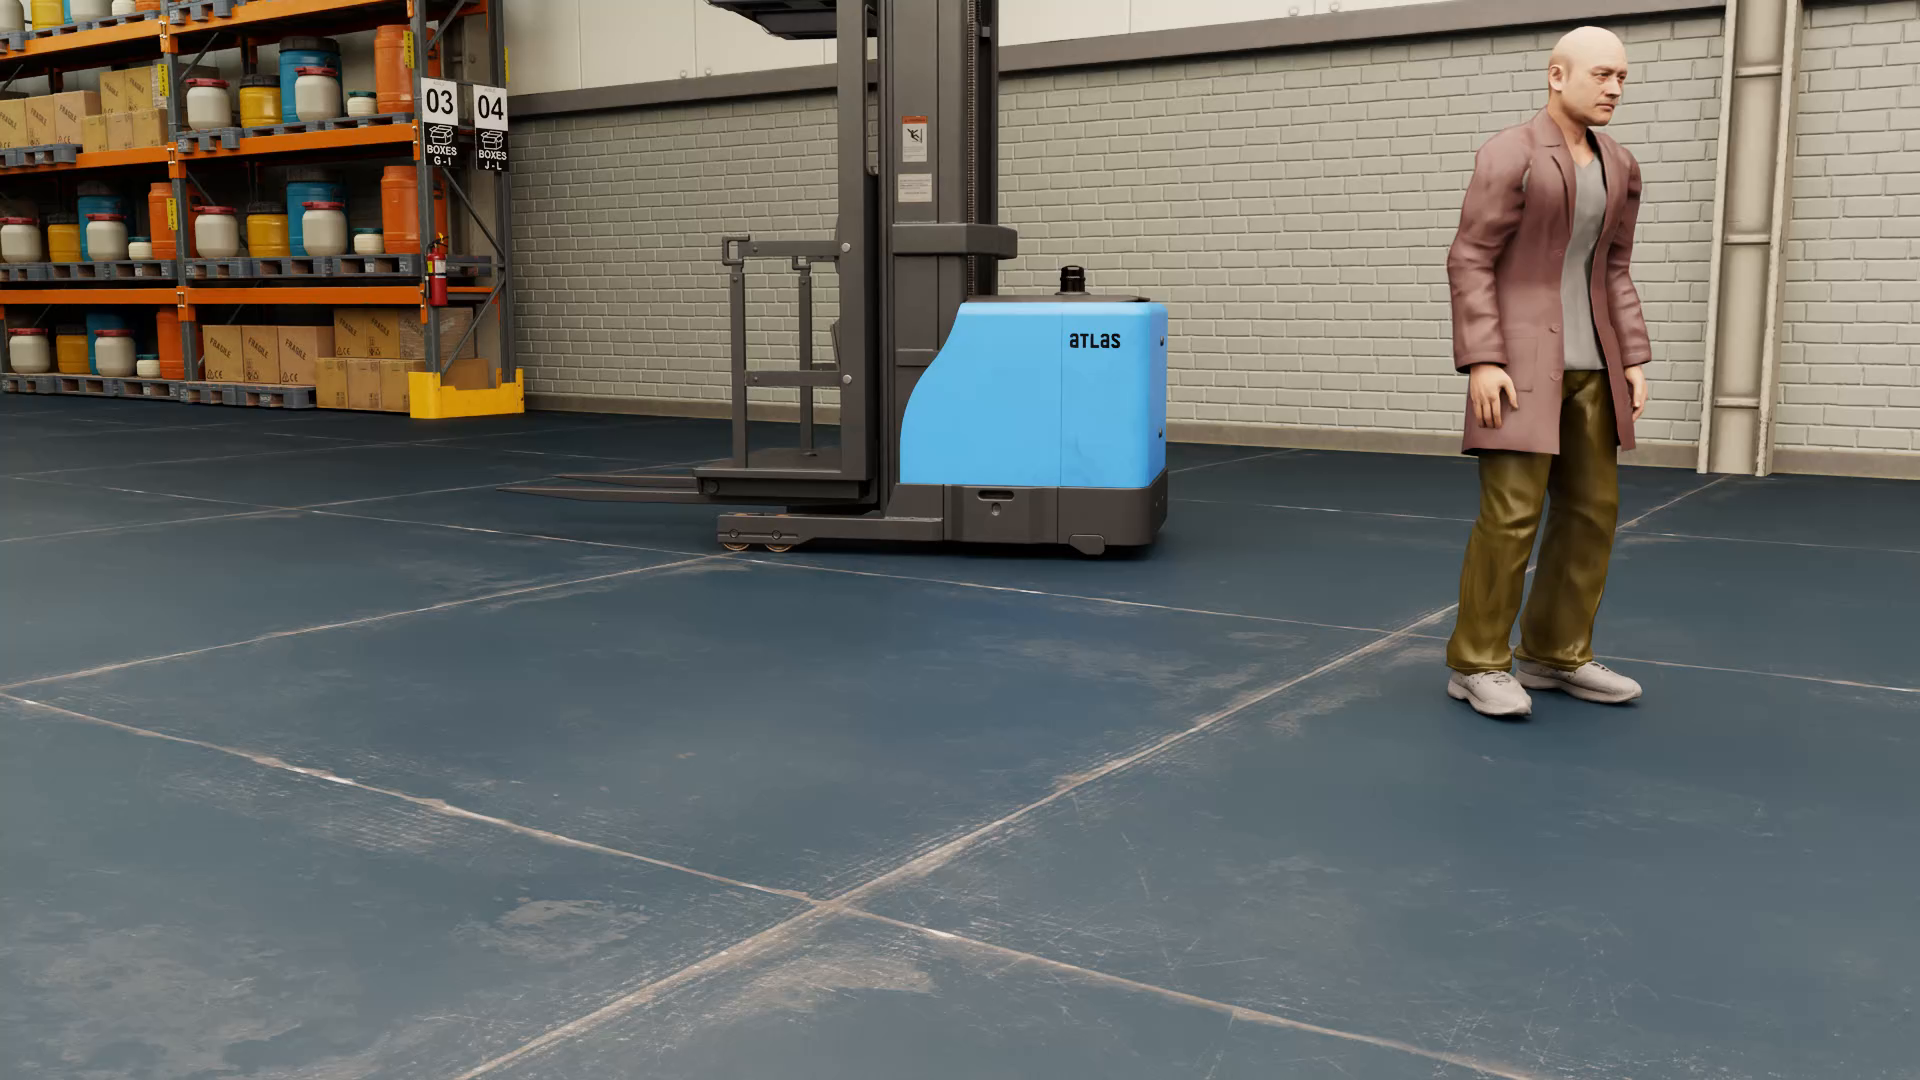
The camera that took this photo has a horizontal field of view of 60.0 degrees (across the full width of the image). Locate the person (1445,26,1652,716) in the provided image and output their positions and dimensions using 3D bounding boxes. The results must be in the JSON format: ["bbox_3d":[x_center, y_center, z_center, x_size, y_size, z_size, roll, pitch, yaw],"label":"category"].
[{"bbox_3d":[1.578,-0.446,4.435,0.642,1.774,0.422,-4,9,-25],"label":"person"}]

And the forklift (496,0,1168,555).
[{"bbox_3d":[-0.596,-1.469,7.520,3.031,2.935,1.130,2,8,12],"label":"forklift"}]
